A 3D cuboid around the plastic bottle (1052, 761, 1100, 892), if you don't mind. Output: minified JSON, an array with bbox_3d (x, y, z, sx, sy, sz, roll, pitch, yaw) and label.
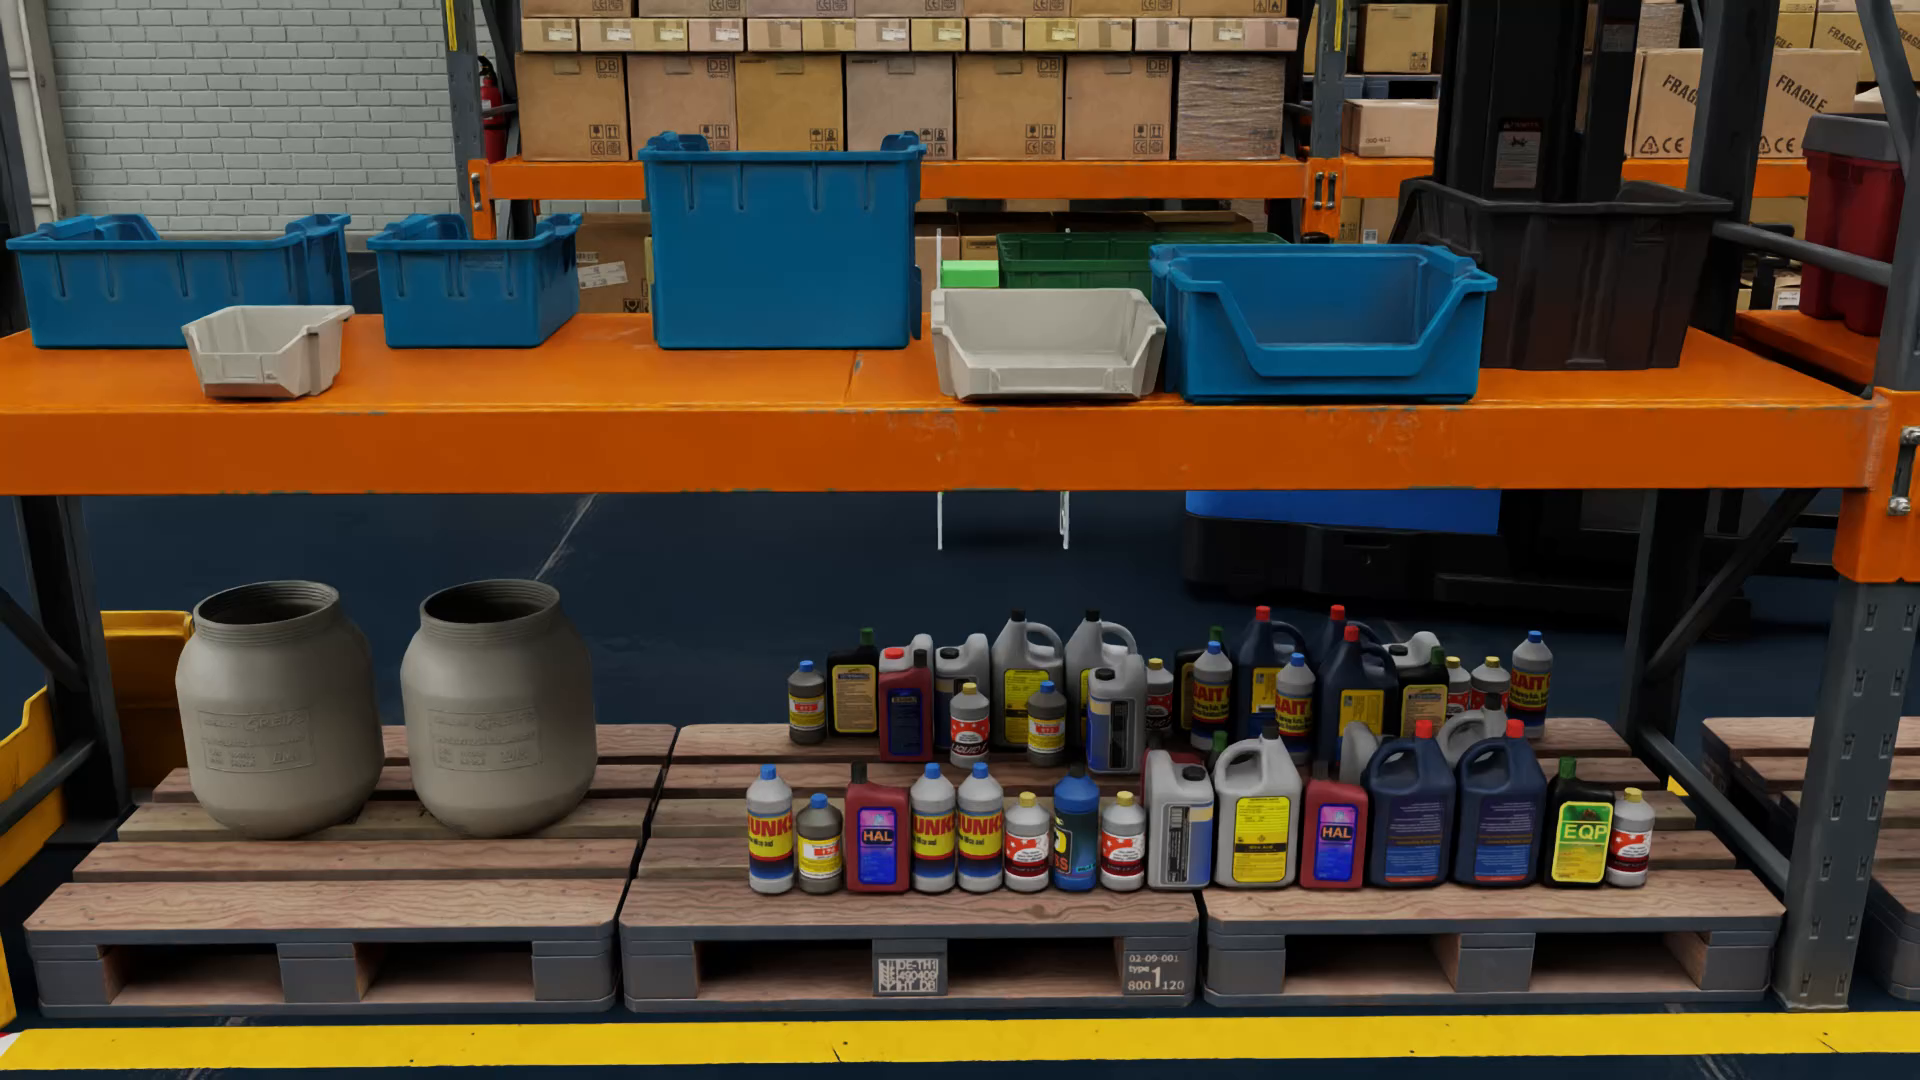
[{"bbox_3d":[0.245,0.599,3.517,0.097,0.271,0.097,0,18,0],"label":"plastic bottle"}]

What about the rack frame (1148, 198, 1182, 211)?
[{"bbox_3d":[1.625,-3.619,12.920,0.127,3.000,1.000,0,18,-1],"label":"rack frame"}]

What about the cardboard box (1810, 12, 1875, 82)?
[{"bbox_3d":[6.638,-3.761,12.679,0.500,0.500,0.500,0,18,1],"label":"cardboard box"}]

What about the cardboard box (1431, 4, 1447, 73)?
[{"bbox_3d":[3.910,-3.878,12.841,0.500,0.500,0.700,0,18,-1],"label":"cardboard box"}]

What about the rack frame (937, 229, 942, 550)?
[{"bbox_3d":[-0.078,-0.571,6.363,0.015,1.200,0.240,0,18,-1],"label":"rack frame"}]

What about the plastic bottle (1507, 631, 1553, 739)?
[{"bbox_3d":[1.456,0.364,4.249,0.097,0.271,0.097,0,18,0],"label":"plastic bottle"}]

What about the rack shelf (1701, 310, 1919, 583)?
[{"bbox_3d":[3.782,-0.261,3.627,4.000,0.370,1.077,0,18,-1],"label":"rack shelf"}]

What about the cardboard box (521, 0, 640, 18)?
[{"bbox_3d":[-1.772,-2.751,7.925,0.500,0.500,0.700,0,18,-1],"label":"cardboard box"}]

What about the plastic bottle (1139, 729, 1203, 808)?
[{"bbox_3d":[0.463,0.551,3.646,0.133,0.283,0.061,0,18,-1],"label":"plastic bottle"}]

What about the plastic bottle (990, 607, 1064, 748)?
[{"bbox_3d":[0.168,0.339,4.196,0.185,0.351,0.144,0,18,1],"label":"plastic bottle"}]

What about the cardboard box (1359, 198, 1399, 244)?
[{"bbox_3d":[3.388,-2.655,13.286,0.500,0.500,0.700,0,18,0],"label":"cardboard box"}]

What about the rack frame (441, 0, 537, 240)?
[{"bbox_3d":[-2.292,-2.087,8.143,0.127,3.000,1.000,0,18,-1],"label":"rack frame"}]

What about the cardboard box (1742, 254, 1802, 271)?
[{"bbox_3d":[4.143,-1.364,8.784,0.500,0.311,0.500,-1,18,-2],"label":"cardboard box"}]

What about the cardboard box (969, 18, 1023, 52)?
[{"bbox_3d":[0.169,-2.391,7.863,0.250,0.149,0.380,0,18,1],"label":"cardboard box"}]

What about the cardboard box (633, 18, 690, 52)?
[{"bbox_3d":[-1.383,-2.383,7.839,0.250,0.149,0.380,0,18,-1],"label":"cardboard box"}]

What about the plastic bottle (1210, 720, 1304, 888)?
[{"bbox_3d":[0.628,0.552,3.533,0.185,0.351,0.144,0,18,-1],"label":"plastic bottle"}]

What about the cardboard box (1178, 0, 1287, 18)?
[{"bbox_3d":[1.264,-2.768,7.977,0.500,0.500,0.700,0,18,-1],"label":"cardboard box"}]

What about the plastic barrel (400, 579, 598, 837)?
[{"bbox_3d":[-1.060,0.381,3.833,0.421,0.512,0.421,0,18,0],"label":"plastic barrel"}]

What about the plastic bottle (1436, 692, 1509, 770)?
[{"bbox_3d":[1.140,0.505,3.678,0.185,0.351,0.144,0,18,-1],"label":"plastic bottle"}]

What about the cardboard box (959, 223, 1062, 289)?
[{"bbox_3d":[0.247,-1.283,8.222,0.500,0.500,0.500,0,18,-1],"label":"cardboard box"}]

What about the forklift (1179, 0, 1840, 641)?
[{"bbox_3d":[2.354,-1.240,5.613,3.031,2.935,1.130,4,18,12],"label":"forklift"}]

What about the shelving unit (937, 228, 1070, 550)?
[{"bbox_3d":[0.166,-0.572,6.367,0.503,1.200,0.258,0,18,-1],"label":"shelving unit"}]

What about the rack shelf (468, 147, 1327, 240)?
[{"bbox_3d":[-0.292,-1.754,8.283,4.000,0.370,1.077,0,18,-1],"label":"rack shelf"}]

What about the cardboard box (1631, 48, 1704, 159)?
[{"bbox_3d":[3.503,-2.158,8.200,0.500,0.500,0.500,0,18,-1],"label":"cardboard box"}]

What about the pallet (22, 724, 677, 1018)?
[{"bbox_3d":[-1.330,0.736,3.906,1.213,0.211,1.003,0,18,-1],"label":"pallet"}]

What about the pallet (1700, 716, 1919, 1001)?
[{"bbox_3d":[2.566,0.719,3.962,1.213,0.211,1.003,0,18,-1],"label":"pallet"}]

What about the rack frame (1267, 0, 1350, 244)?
[{"bbox_3d":[1.707,-2.106,8.203,0.127,3.000,1.000,0,18,-1],"label":"rack frame"}]

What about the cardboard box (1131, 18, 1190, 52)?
[{"bbox_3d":[0.930,-2.394,7.873,0.250,0.149,0.380,-1,18,-2],"label":"cardboard box"}]

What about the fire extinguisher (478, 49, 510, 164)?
[{"bbox_3d":[-2.418,-2.192,8.596,0.183,0.674,0.296,0,18,-1],"label":"fire extinguisher"}]

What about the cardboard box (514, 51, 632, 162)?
[{"bbox_3d":[-1.825,-2.133,8.123,0.500,0.500,0.700,0,18,-1],"label":"cardboard box"}]

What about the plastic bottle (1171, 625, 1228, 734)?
[{"bbox_3d":[0.614,0.356,4.252,0.133,0.283,0.061,1,18,2],"label":"plastic bottle"}]

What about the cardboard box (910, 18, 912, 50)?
[{"bbox_3d":[-0.362,-2.512,8.241,0.250,0.149,0.380,-1,18,-2],"label":"cardboard box"}]

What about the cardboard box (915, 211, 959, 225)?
[{"bbox_3d":[-0.261,-1.440,8.711,0.500,0.500,0.500,0,18,-1],"label":"cardboard box"}]

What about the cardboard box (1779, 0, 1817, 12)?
[{"bbox_3d":[6.112,-4.118,12.563,0.500,0.250,0.500,0,18,0],"label":"cardboard box"}]

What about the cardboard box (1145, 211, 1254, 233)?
[{"bbox_3d":[1.239,-1.448,8.736,0.500,0.500,0.500,0,18,-1],"label":"cardboard box"}]

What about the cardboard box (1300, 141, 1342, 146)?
[{"bbox_3d":[2.801,-3.007,13.156,0.500,0.250,0.500,-1,18,-2],"label":"cardboard box"}]

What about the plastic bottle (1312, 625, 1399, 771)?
[{"bbox_3d":[0.970,0.379,4.070,0.185,0.351,0.144,0,18,-1],"label":"plastic bottle"}]

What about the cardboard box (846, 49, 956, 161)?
[{"bbox_3d":[-0.277,-2.141,8.149,0.500,0.500,0.700,0,18,1],"label":"cardboard box"}]

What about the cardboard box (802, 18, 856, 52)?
[{"bbox_3d":[-0.609,-2.387,7.851,0.250,0.149,0.380,-1,18,-2],"label":"cardboard box"}]

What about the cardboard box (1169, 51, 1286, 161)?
[{"bbox_3d":[1.264,-2.150,8.175,0.500,0.500,0.700,-1,18,-2],"label":"cardboard box"}]

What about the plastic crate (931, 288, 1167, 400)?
[{"bbox_3d":[0.162,-0.383,3.262,0.437,0.136,0.530,0,18,-1],"label":"plastic crate"}]

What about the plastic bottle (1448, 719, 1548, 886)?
[{"bbox_3d":[1.142,0.549,3.541,0.185,0.351,0.144,-1,18,-2],"label":"plastic bottle"}]

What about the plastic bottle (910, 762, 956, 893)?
[{"bbox_3d":[-0.057,0.600,3.512,0.097,0.271,0.097,0,18,0],"label":"plastic bottle"}]

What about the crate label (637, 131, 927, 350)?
[{"bbox_3d":[-0.382,-0.683,3.707,0.616,0.435,0.502,0,18,-1],"label":"crate label"}]

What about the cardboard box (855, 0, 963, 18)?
[{"bbox_3d":[-0.242,-2.760,7.955,0.500,0.500,0.700,0,18,-1],"label":"cardboard box"}]

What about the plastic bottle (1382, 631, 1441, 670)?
[{"bbox_3d":[1.133,0.371,4.218,0.135,0.276,0.152,0,18,1],"label":"plastic bottle"}]

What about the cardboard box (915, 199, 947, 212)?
[{"bbox_3d":[-0.377,-2.586,13.071,0.500,0.500,0.700,-1,18,-4],"label":"cardboard box"}]

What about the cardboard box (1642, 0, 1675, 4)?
[{"bbox_3d":[5.280,-4.194,12.764,0.250,0.149,0.380,-3,18,-8],"label":"cardboard box"}]

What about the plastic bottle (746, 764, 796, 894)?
[{"bbox_3d":[-0.400,0.602,3.507,0.097,0.271,0.097,0,18,0],"label":"plastic bottle"}]

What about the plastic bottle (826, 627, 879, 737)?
[{"bbox_3d":[-0.272,0.361,4.239,0.133,0.283,0.061,0,18,0],"label":"plastic bottle"}]

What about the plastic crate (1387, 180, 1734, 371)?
[{"bbox_3d":[1.256,-0.600,3.610,0.504,0.338,0.767,0,18,-1],"label":"plastic crate"}]

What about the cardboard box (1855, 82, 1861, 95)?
[{"bbox_3d":[6.726,-3.472,12.840,0.250,0.149,0.380,0,18,-1],"label":"cardboard box"}]

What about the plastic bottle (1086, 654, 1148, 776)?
[{"bbox_3d":[0.382,0.419,4.069,0.135,0.276,0.152,0,18,-1],"label":"plastic bottle"}]

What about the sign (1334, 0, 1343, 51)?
[{"bbox_3d":[1.718,-2.387,7.531,0.005,0.325,0.100,0,18,-1],"label":"sign"}]
